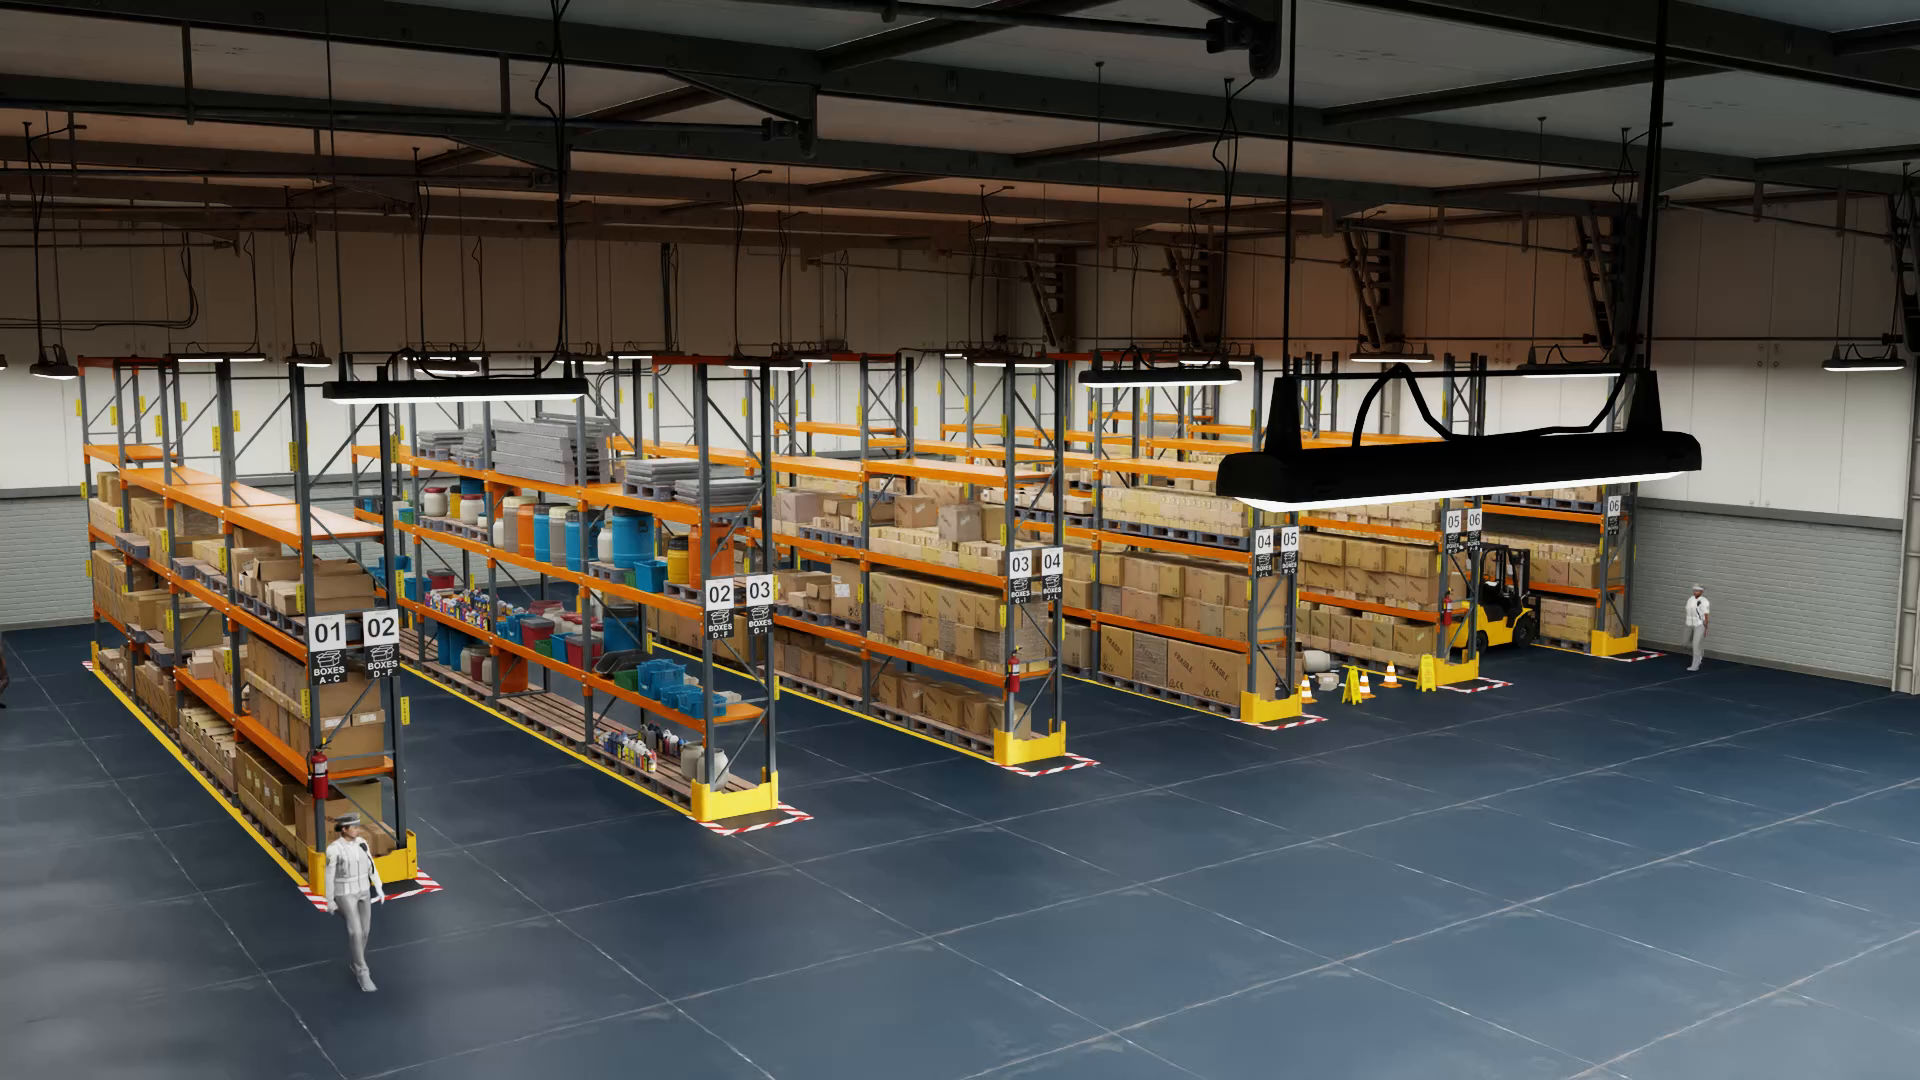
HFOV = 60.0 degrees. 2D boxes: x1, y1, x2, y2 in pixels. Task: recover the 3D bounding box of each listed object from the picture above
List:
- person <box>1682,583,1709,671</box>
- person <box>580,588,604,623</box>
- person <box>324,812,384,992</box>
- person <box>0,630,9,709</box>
[{"bbox_3d":[14.084,1.641,31.744,0.619,1.663,0.461,-5,8,-34],"label":"person"},{"bbox_3d":[-7.652,1.327,34.569,0.503,1.611,1.007,-3,8,-25],"label":"person"},{"bbox_3d":[-5.896,3.539,16.387,0.654,1.694,0.507,5,8,33],"label":"person"},{"bbox_3d":[-16.549,2.057,28.295,0.565,1.724,0.487,0,7,3],"label":"person"}]
